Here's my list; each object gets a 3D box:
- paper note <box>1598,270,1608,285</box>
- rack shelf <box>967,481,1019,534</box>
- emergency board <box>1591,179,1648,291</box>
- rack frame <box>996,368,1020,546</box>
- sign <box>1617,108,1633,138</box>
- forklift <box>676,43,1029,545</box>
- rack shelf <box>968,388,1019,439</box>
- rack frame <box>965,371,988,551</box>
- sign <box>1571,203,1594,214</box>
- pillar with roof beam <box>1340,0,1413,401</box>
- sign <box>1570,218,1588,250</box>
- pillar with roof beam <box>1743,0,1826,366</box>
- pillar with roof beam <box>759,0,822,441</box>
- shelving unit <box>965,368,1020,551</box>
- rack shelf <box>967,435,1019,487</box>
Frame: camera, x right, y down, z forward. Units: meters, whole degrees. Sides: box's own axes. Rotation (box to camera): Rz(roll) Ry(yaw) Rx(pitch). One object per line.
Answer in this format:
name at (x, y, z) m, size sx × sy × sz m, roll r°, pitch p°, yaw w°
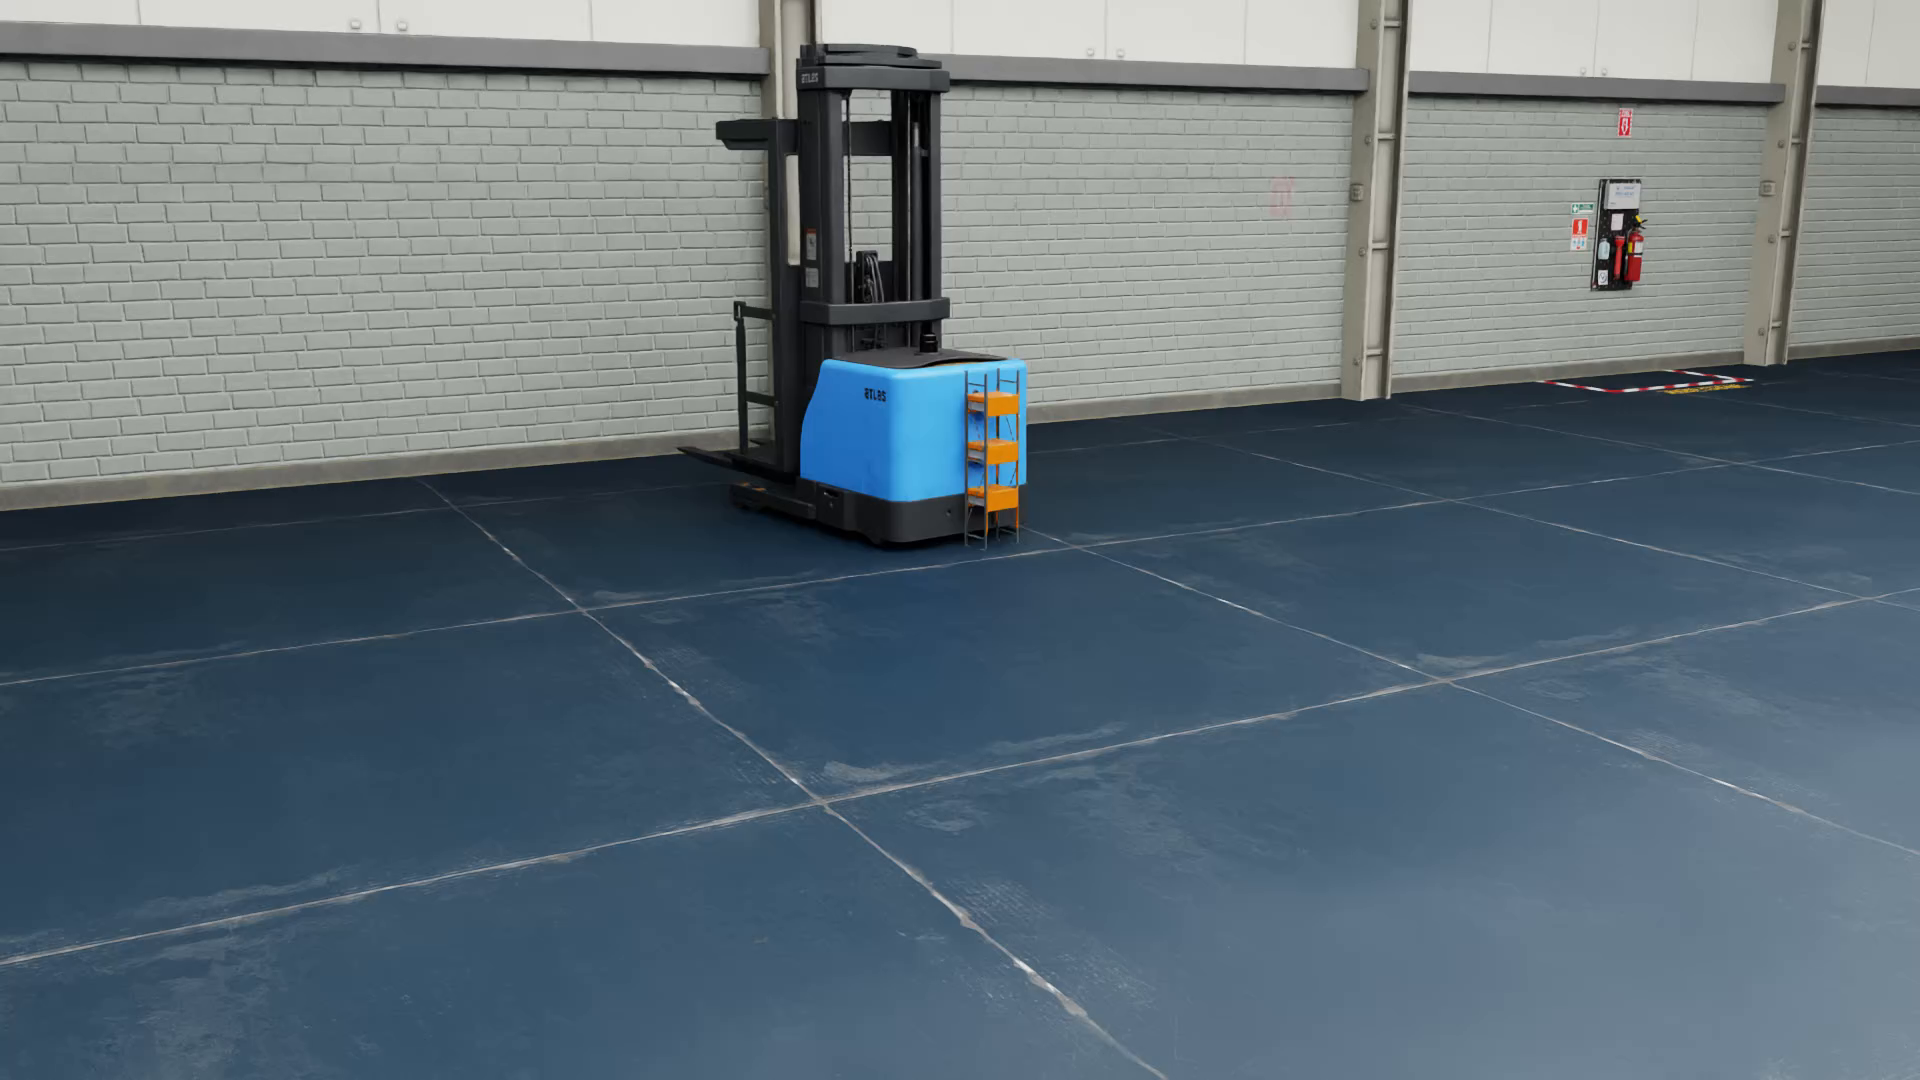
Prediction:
paper note at (6.856, -2.799, 17.721) m, size 0.142 × 0.148 × 0.016 m, roll -7°, pitch 14°, yaw -28°
rack shelf at (0.189, -0.197, 9.906) m, size 0.240 × 0.259 × 0.215 m, roll -10°, pitch 16°, yaw -38°
emergency board at (7.044, -3.234, 17.648) m, size 0.643 × 1.169 × 0.194 m, roll -7°, pitch 14°, yaw -28°
rack frame at (0.284, -0.495, 9.917) m, size 0.008 × 1.050 × 0.200 m, roll -10°, pitch 16°, yaw -38°
sign at (6.990, -4.383, 17.475) m, size 0.199 × 0.298 × 0.001 m, roll -7°, pitch 14°, yaw -28°
forklift at (-0.875, -1.669, 10.850) m, size 1.130 × 2.935 × 3.031 m, roll -10°, pitch 16°, yaw -37°
rack shelf at (0.189, -0.745, 9.783) m, size 0.240 × 0.259 × 0.215 m, roll -10°, pitch 16°, yaw -38°
rack frame at (0.093, -0.461, 9.769) m, size 0.008 × 1.050 × 0.200 m, roll -10°, pitch 16°, yaw -38°
sign at (6.518, -3.471, 17.410) m, size 0.331 × 0.109 × 0.001 m, roll -7°, pitch 14°, yaw -28°
pillar with roof beam at (6.028, -4.953, 11.620) m, size 0.400 × 9.000 × 9.100 m, roll -7°, pitch 14°, yaw -28°
sign at (6.510, -3.213, 17.474) m, size 0.234 × 0.329 × 0.001 m, roll -7°, pitch 14°, yaw -28°
pillar with roof beam at (11.295, -5.584, 14.425) m, size 0.400 × 9.000 × 9.100 m, roll -7°, pitch 14°, yaw -28°
pillar with roof beam at (0.762, -4.321, 8.816) m, size 0.400 × 9.000 × 9.100 m, roll -7°, pitch 14°, yaw -28°
shelving unit at (0.189, -0.478, 9.843) m, size 0.252 × 1.050 × 0.215 m, roll -10°, pitch 16°, yaw -38°
rack shelf at (0.189, -0.468, 9.845) m, size 0.240 × 0.259 × 0.215 m, roll -10°, pitch 16°, yaw -38°
